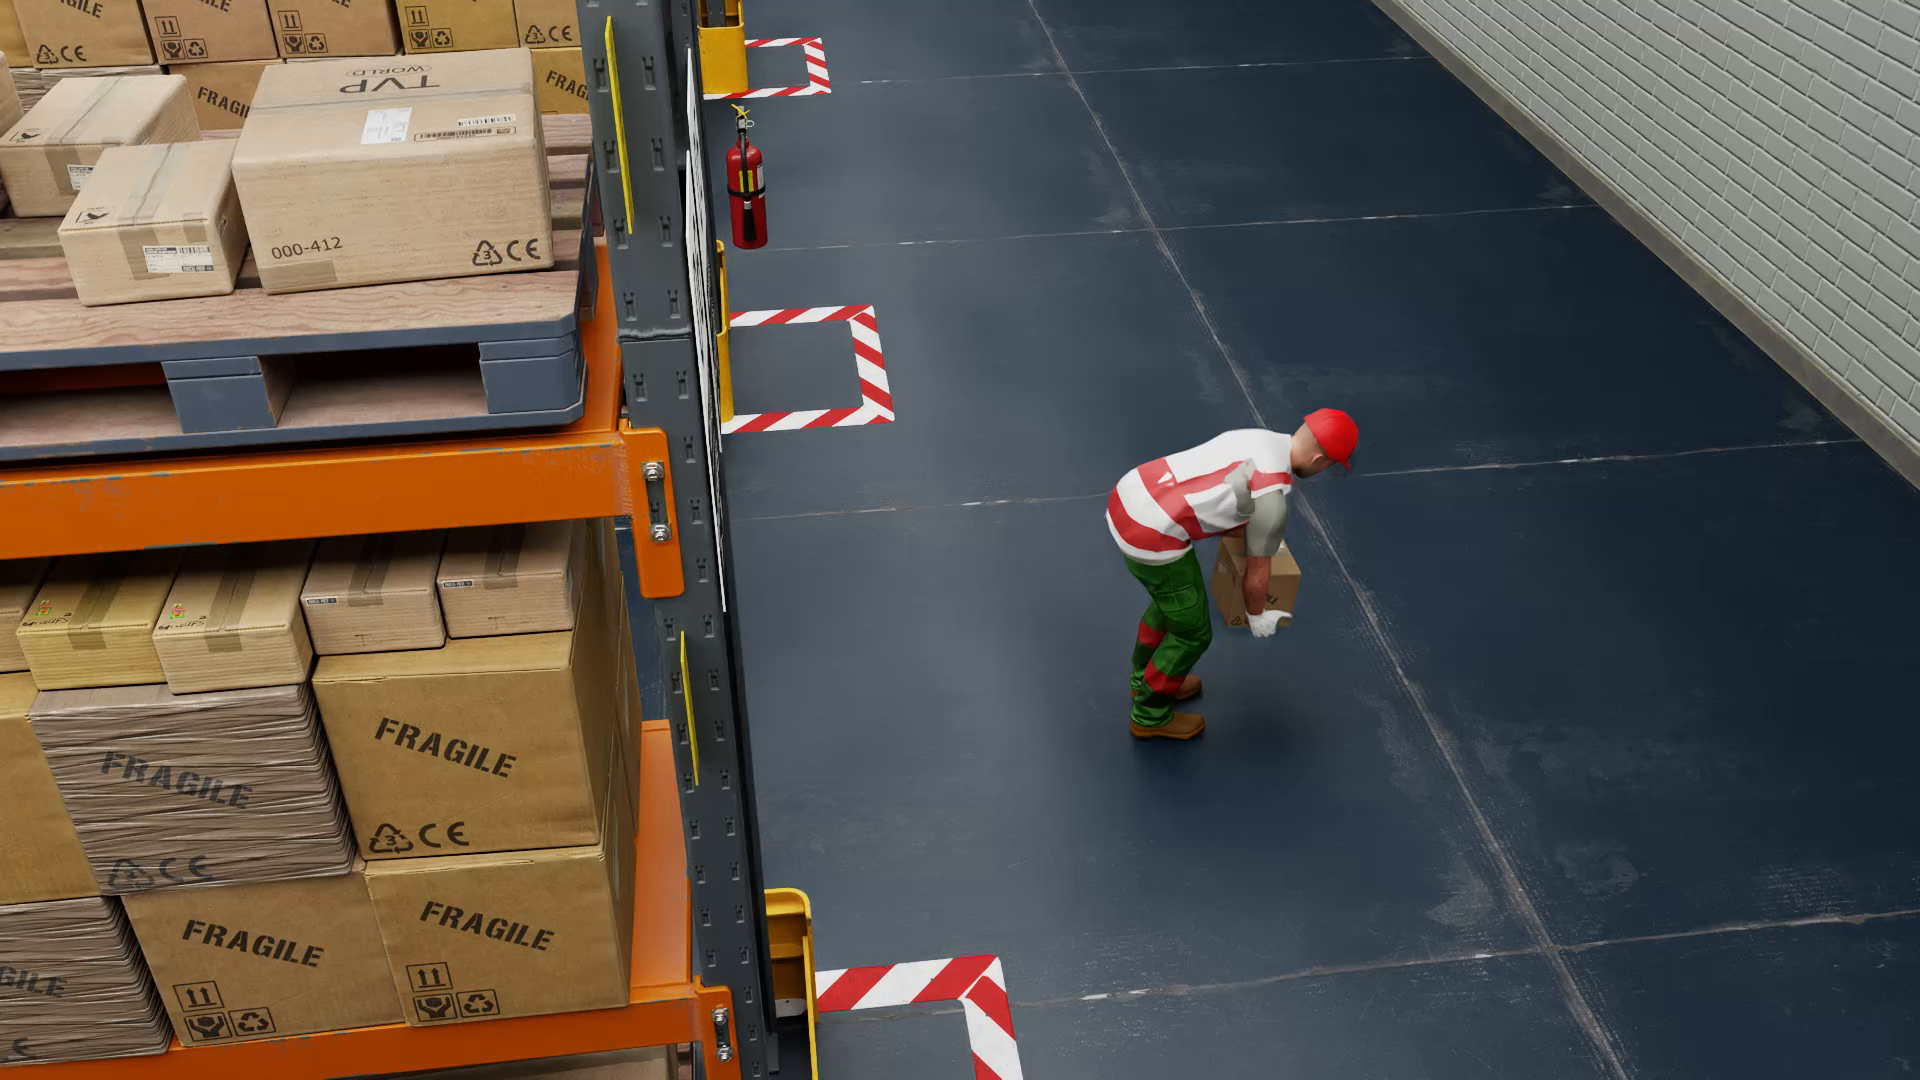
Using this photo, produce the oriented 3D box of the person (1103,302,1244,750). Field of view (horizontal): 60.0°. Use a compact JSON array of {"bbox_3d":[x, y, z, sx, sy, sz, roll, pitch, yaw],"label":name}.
[{"bbox_3d":[0.776,-0.059,6.217,0.453,1.778,0.615,-6,35,-9],"label":"person"}]
